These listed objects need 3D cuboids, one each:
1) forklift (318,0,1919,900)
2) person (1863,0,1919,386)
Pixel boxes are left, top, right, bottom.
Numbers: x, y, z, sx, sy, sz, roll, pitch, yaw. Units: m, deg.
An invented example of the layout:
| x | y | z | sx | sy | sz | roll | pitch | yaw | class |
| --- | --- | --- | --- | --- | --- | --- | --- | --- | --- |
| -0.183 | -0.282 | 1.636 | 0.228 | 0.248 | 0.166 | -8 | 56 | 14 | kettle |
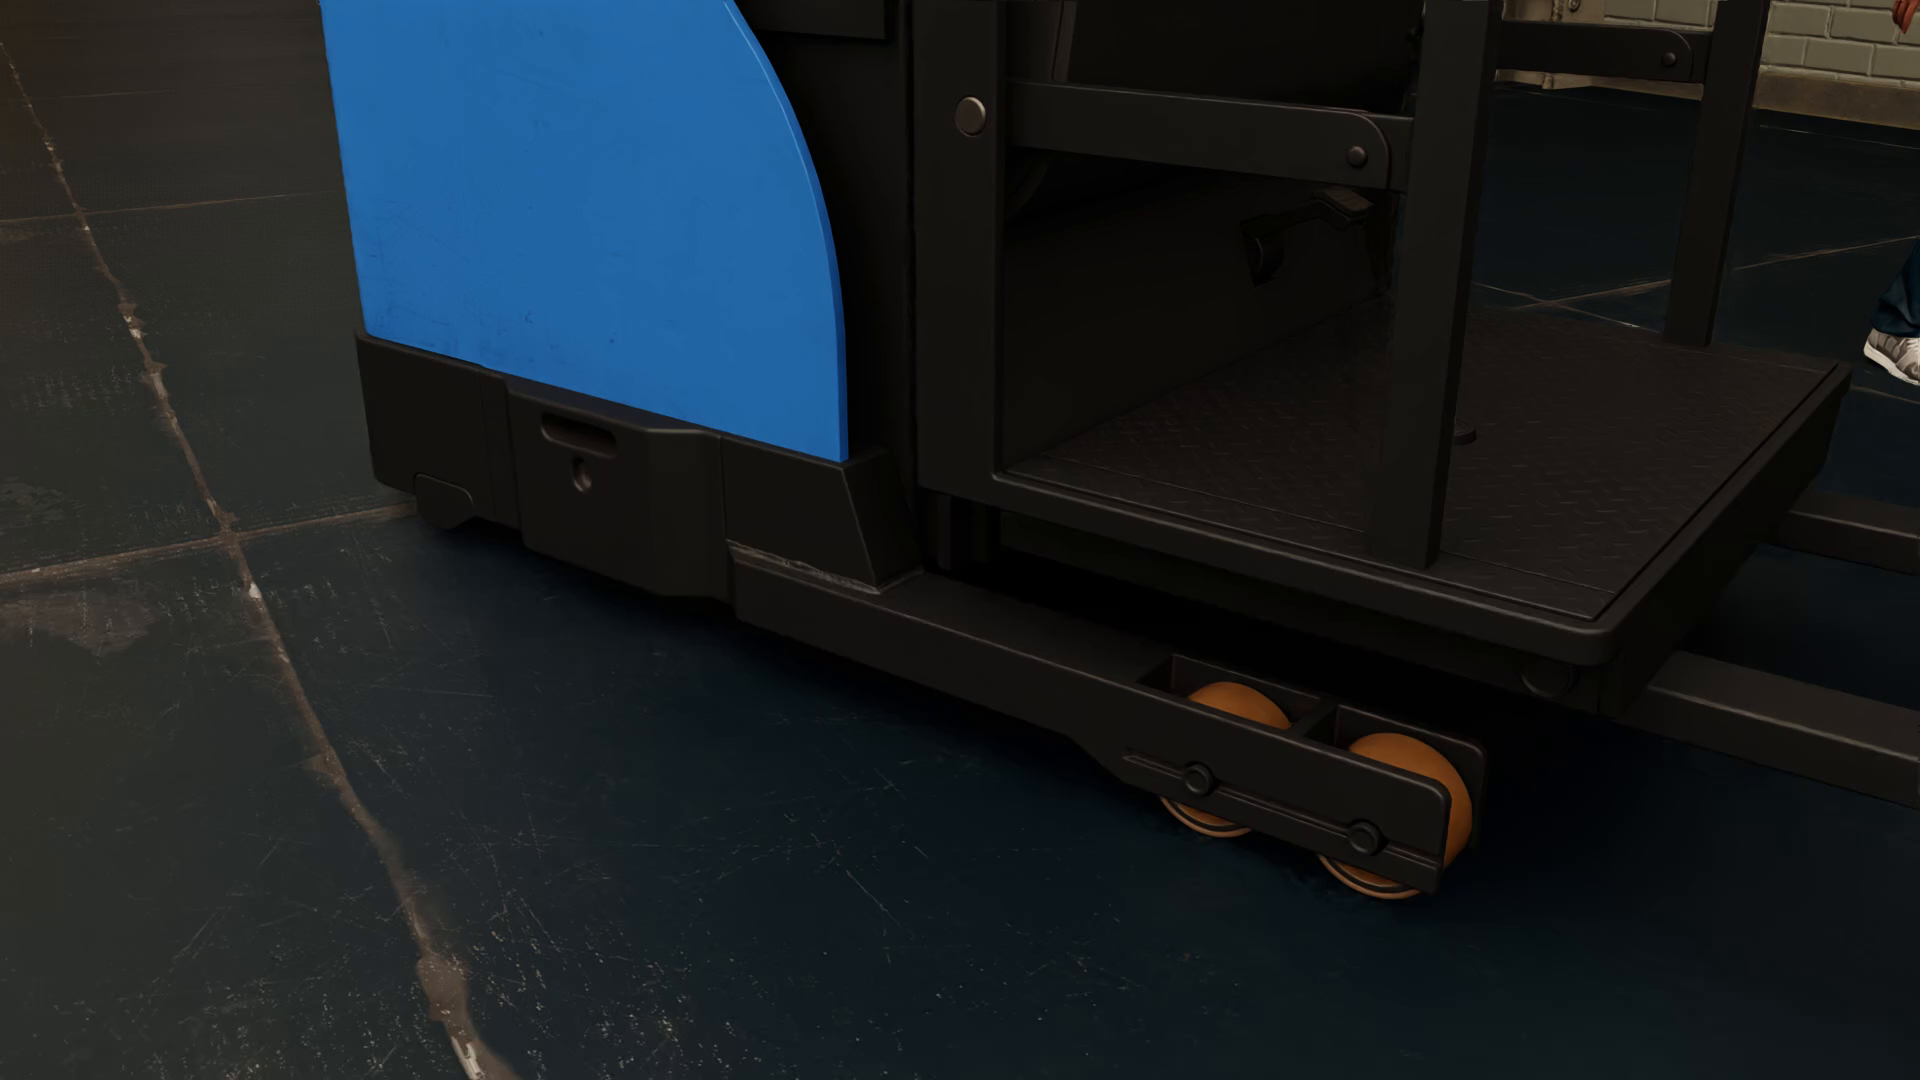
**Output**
| x | y | z | sx | sy | sz | roll | pitch | yaw | class |
| --- | --- | --- | --- | --- | --- | --- | --- | --- | --- |
| 0.523 | -1.213 | 1.729 | 3.031 | 2.935 | 1.130 | 16 | 27 | 34 | forklift |
| 2.138 | -1.047 | 3.175 | 0.733 | 1.563 | 0.402 | -6 | 23 | -15 | person |
